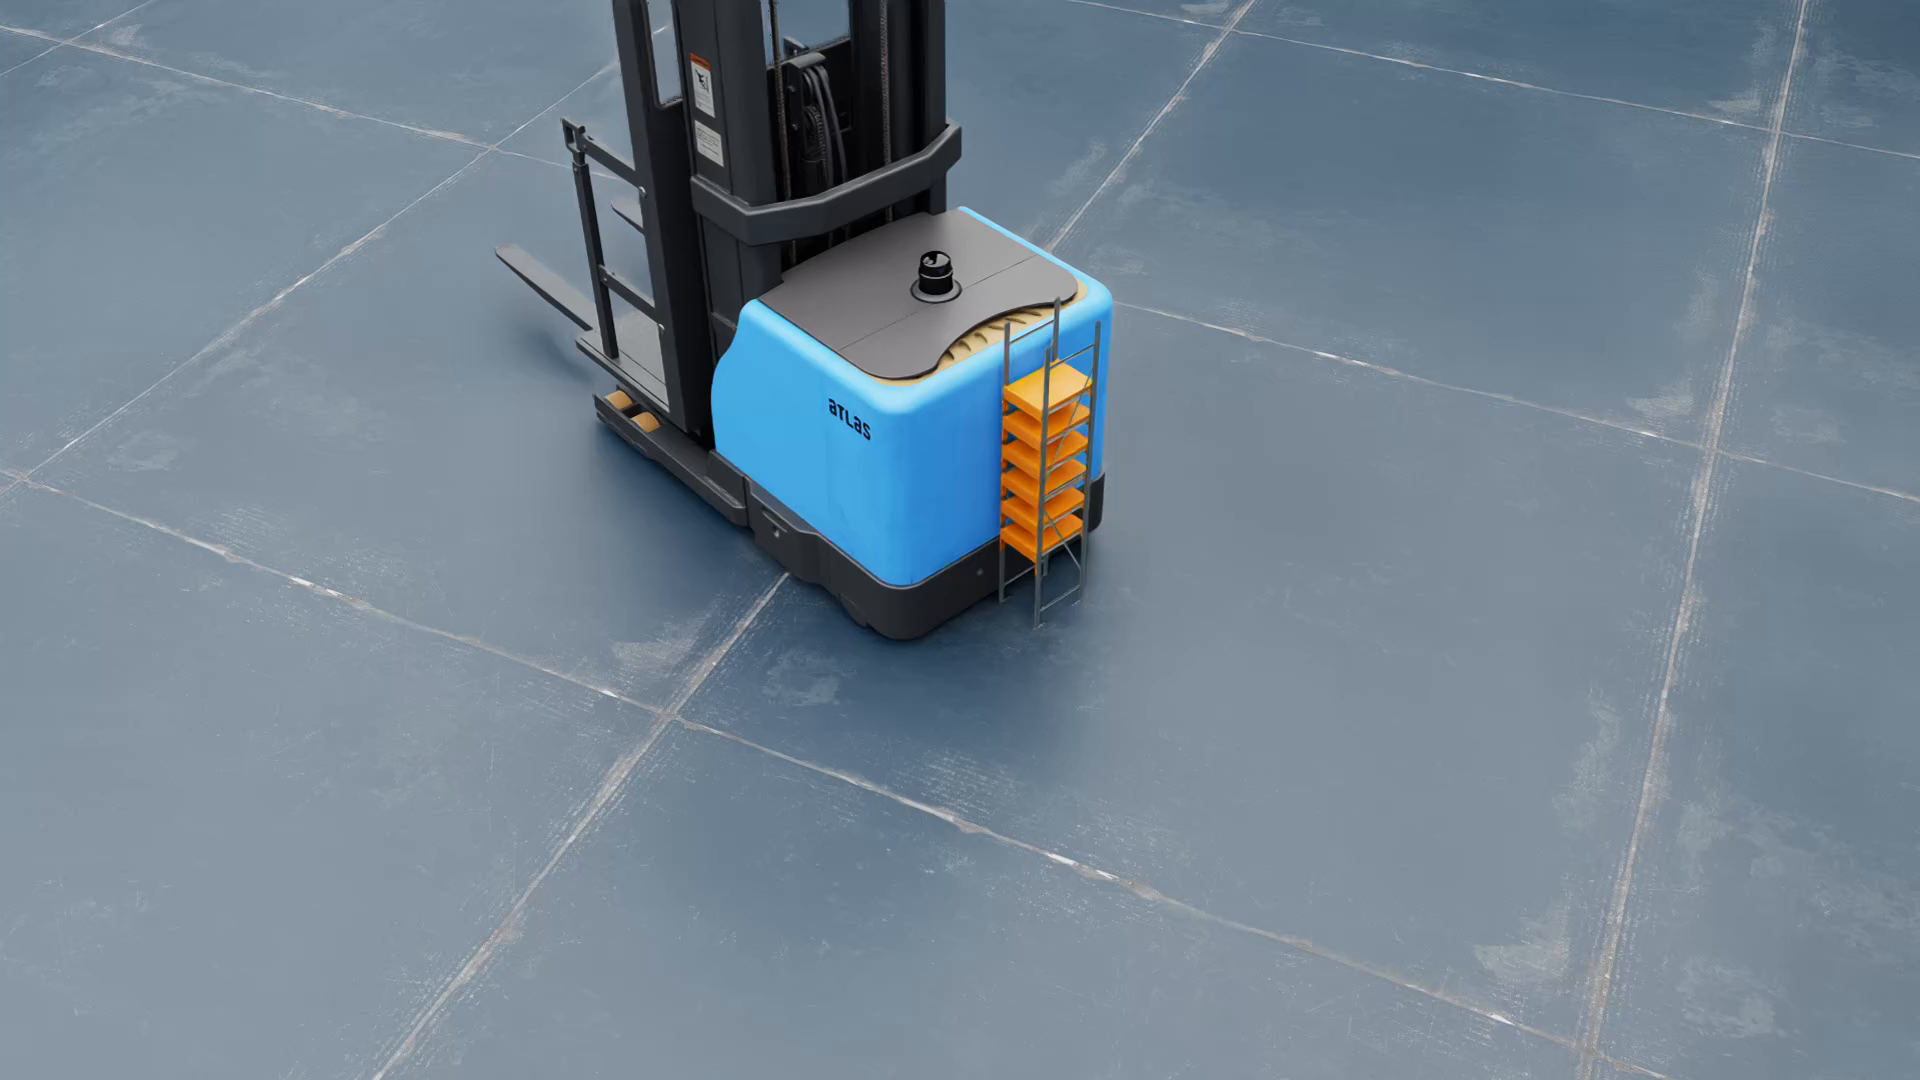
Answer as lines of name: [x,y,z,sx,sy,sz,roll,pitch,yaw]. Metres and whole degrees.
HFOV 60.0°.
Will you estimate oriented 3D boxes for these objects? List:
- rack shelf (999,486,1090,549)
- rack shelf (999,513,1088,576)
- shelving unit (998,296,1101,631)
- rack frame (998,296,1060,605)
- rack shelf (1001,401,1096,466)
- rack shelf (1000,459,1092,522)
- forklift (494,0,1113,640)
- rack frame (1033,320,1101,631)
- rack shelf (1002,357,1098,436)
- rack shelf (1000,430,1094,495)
rack shelf: [0.290,-0.104,5.706,0.258,0.103,0.180,-30,49,-30]
rack shelf: [0.290,-0.014,5.784,0.258,0.103,0.180,-30,49,-30]
shelving unit: [0.290,-0.229,5.598,0.258,1.200,0.189,-30,49,-30]
rack frame: [0.230,-0.273,5.649,0.240,1.200,0.006,-30,49,-30]
rack shelf: [0.290,-0.377,5.470,0.258,0.103,0.180,-30,49,-30]
rack shelf: [0.290,-0.195,5.627,0.258,0.103,0.180,-30,49,-30]
forklift: [-0.823,-1.648,5.913,1.130,2.935,3.031,-30,49,-30]
rack frame: [0.351,-0.184,5.546,0.240,1.200,0.006,-30,49,-30]
rack shelf: [0.291,-0.467,5.391,0.258,0.103,0.180,-30,49,-30]
rack shelf: [0.290,-0.286,5.548,0.258,0.103,0.180,-30,49,-30]
